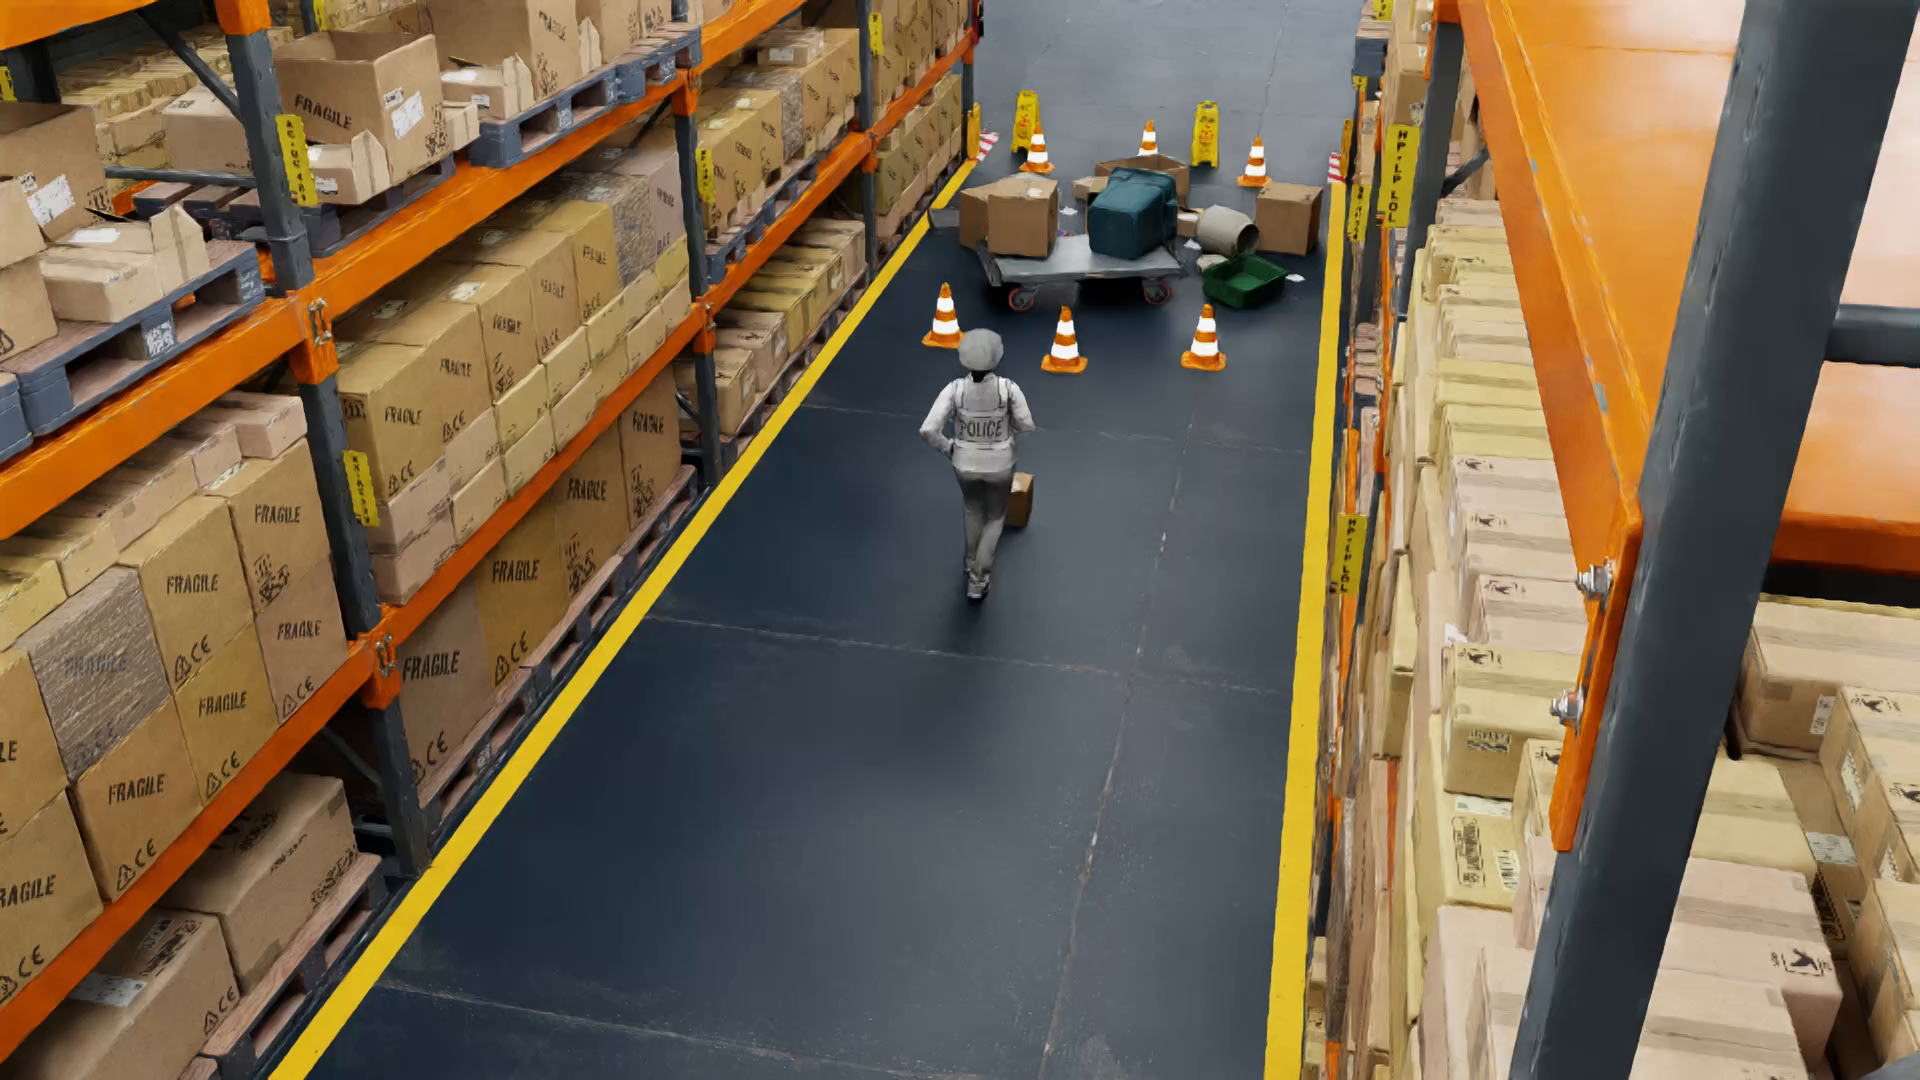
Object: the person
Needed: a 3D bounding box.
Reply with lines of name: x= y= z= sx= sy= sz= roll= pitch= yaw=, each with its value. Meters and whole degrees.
person: x=0.129 y=-0.425 z=9.406 sx=0.589 sy=1.715 sz=0.623 roll=6 pitch=30 yaw=11
